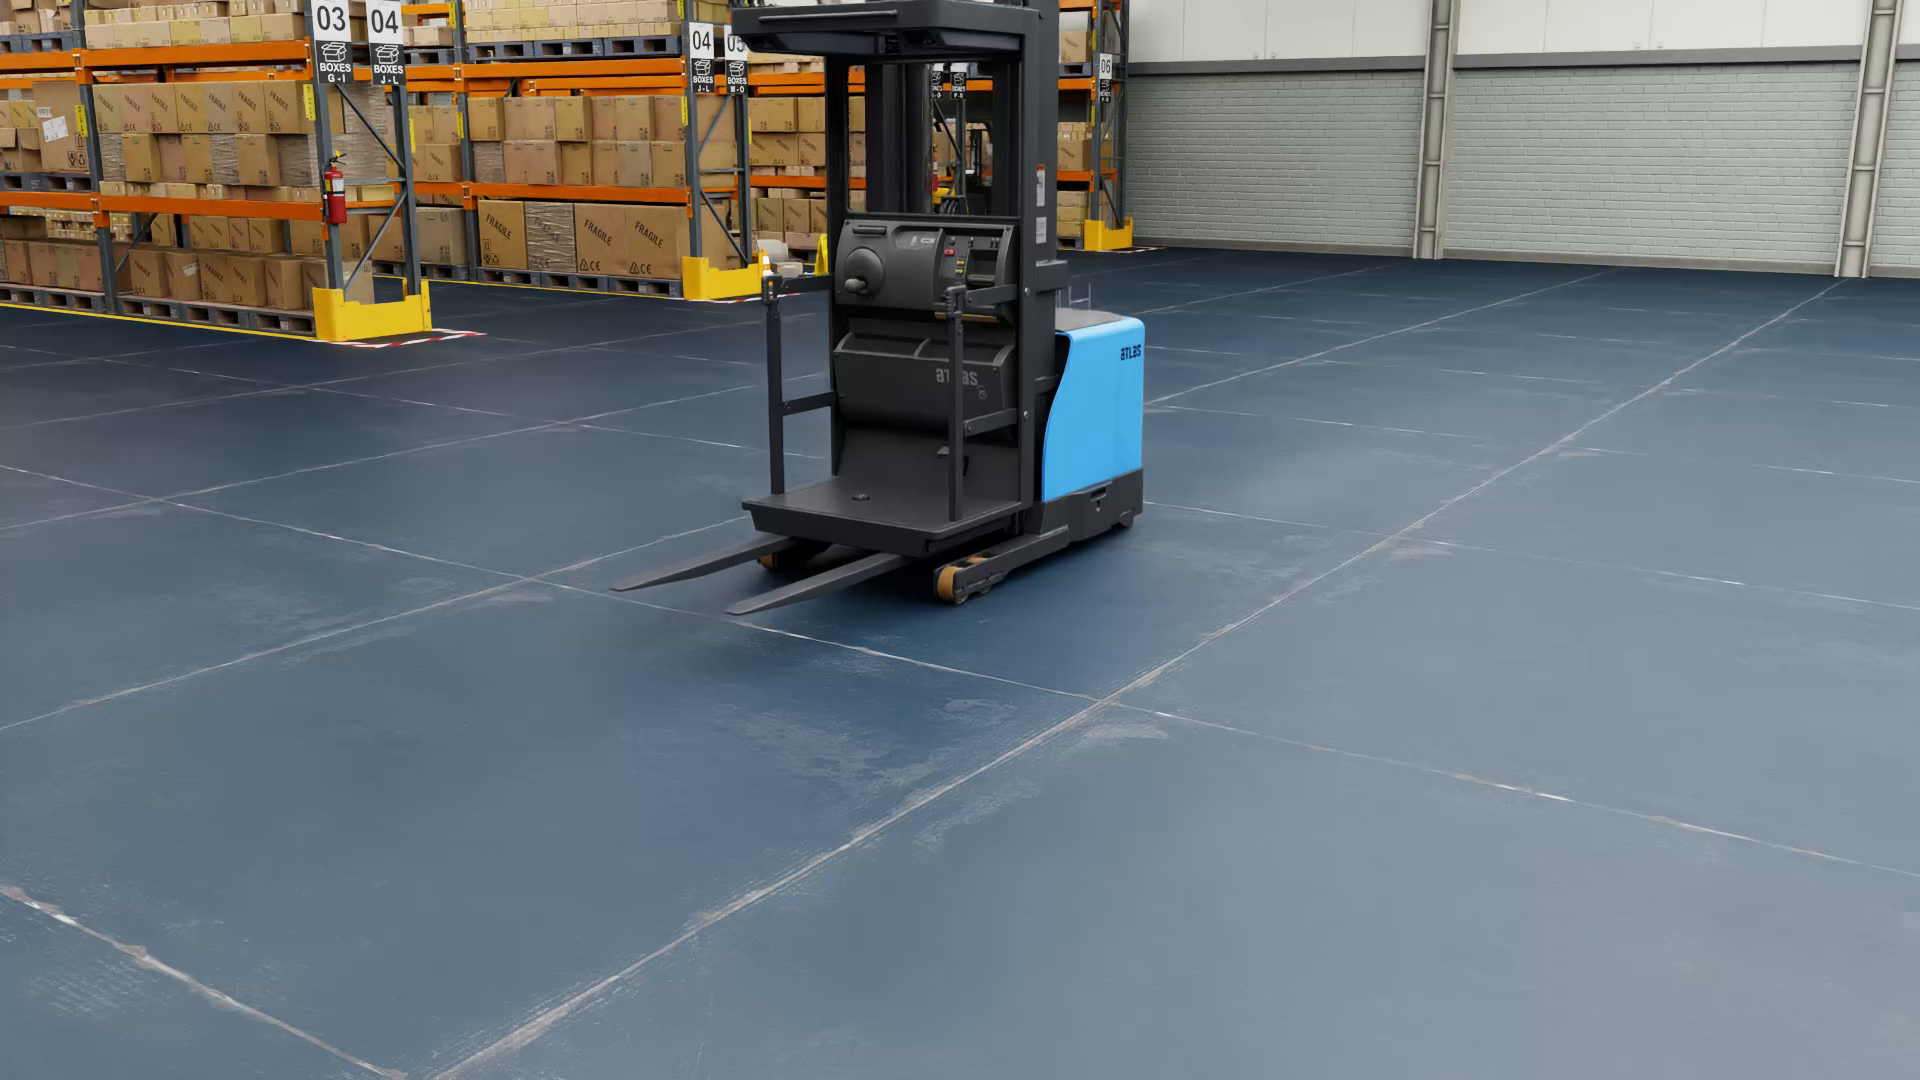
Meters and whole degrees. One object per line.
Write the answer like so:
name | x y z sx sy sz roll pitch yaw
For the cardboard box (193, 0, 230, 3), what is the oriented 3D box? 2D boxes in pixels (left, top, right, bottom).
cardboard box | -7.200 -5.546 16.374 0.500 0.500 0.500 9 17 33

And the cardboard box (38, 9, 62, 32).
cardboard box | -9.928 -5.734 18.407 0.258 0.266 0.396 10 17 35

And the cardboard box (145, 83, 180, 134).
cardboard box | -8.030 -4.467 17.216 0.500 0.500 0.500 9 17 33

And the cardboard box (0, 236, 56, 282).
cardboard box | -11.377 -3.412 20.151 0.500 0.500 0.700 8 16 28

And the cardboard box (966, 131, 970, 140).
cardboard box | 0.151 -7.120 29.287 0.250 0.149 0.380 9 17 32

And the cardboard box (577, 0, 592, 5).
cardboard box | -4.445 -6.594 20.257 0.250 0.149 0.380 9 16 32

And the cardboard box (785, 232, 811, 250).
cardboard box | -2.332 -4.605 25.533 0.500 0.250 0.500 9 16 32

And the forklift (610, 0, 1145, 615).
forklift | -0.284 -1.275 7.373 1.130 2.935 3.031 9 17 32

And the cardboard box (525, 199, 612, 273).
cardboard box | -5.007 -3.963 21.636 0.875 0.875 0.875 9 17 33

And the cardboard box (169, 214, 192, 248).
cardboard box | -11.973 -4.849 25.998 0.500 0.500 0.500 10 17 35

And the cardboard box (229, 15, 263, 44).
cardboard box | -6.731 -4.960 16.189 0.500 0.250 0.500 9 17 33

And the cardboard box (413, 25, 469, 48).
cardboard box | -6.916 -6.707 22.163 0.500 0.250 0.500 9 17 33

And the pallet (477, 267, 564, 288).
pallet | -5.653 -3.537 22.174 1.213 0.211 1.003 9 17 33

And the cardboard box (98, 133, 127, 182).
cardboard box | -8.753 -4.153 18.032 0.500 0.500 0.875 9 17 33

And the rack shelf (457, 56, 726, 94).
rack shelf | -4.581 -5.847 20.956 4.000 0.370 1.077 9 17 33

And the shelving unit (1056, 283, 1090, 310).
shelving unit | 0.553 -0.779 8.974 0.189 1.200 0.258 9 16 31

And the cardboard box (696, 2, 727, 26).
cardboard box | -3.178 -6.368 20.174 0.500 0.250 0.500 9 17 33

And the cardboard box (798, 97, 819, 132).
cardboard box | -2.021 -6.388 24.977 0.500 0.500 0.700 9 17 32

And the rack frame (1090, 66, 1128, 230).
rack frame | 2.525 -6.463 28.189 0.127 3.000 1.000 9 17 33

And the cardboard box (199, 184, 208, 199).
cardboard box | -7.597 -3.599 17.144 0.250 0.149 0.380 9 17 33

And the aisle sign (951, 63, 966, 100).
aisle sign | -0.018 -6.788 24.092 0.004 0.787 0.394 9 17 33

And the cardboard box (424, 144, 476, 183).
cardboard box | -6.822 -5.074 22.369 0.500 0.500 0.500 9 17 32

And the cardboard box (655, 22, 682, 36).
cardboard box | -3.386 -6.036 19.661 0.250 0.149 0.380 9 17 33

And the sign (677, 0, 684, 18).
sign | -3.235 -6.213 19.260 0.005 0.325 0.100 9 17 33

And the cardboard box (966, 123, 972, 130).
cardboard box | 0.175 -7.271 29.277 0.250 0.149 0.380 9 16 32

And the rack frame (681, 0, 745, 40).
rack frame | -2.921 -7.384 19.426 0.127 3.000 1.000 9 17 33

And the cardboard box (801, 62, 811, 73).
cardboard box | -2.158 -7.045 24.821 0.250 0.149 0.380 9 17 33

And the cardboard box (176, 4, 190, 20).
cardboard box | -7.659 -5.310 16.771 0.250 0.149 0.380 10 17 34

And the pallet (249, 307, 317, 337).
pallet | -6.491 -2.269 17.051 1.213 0.211 1.003 9 17 33

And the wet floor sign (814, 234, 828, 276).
wet floor sign | -1.792 -3.720 22.009 0.232 0.644 0.267 6 15 23

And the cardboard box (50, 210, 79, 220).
cardboard box | -15.042 -5.461 27.960 0.250 0.149 0.380 10 17 35

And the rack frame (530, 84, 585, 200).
rack frame | -6.880 -6.546 28.523 0.127 3.000 1.000 9 17 33

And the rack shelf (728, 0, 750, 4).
rack shelf | -5.221 -8.646 26.853 4.000 0.370 1.077 9 17 33

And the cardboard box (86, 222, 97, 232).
cardboard box | -14.157 -5.174 27.423 0.250 0.149 0.380 10 17 34

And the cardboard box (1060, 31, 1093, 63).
cardboard box | 2.022 -8.231 27.797 0.500 0.500 0.500 10 17 35

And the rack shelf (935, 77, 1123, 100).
rack shelf | 0.865 -7.838 28.998 4.000 0.370 1.077 9 17 33

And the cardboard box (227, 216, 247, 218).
cardboard box | -10.698 -5.004 25.065 0.500 0.250 0.500 9 17 34

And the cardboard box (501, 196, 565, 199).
cardboard box | -7.407 -5.827 29.169 0.875 0.875 0.875 9 17 32

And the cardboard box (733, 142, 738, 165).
cardboard box | -3.352 -6.087 25.845 0.500 0.500 0.500 9 17 33

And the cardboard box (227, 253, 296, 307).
cardboard box | -7.306 -2.735 17.459 0.500 0.500 0.500 11 18 38

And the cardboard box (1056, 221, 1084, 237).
cardboard box | 1.959 -5.332 28.469 0.500 0.250 0.500 9 17 33

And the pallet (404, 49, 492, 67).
pallet | -7.028 -6.485 22.433 1.217 0.209 0.805 8 16 31

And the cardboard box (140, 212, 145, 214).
cardboard box | -13.481 -5.351 27.516 0.250 0.149 0.380 9 16 32

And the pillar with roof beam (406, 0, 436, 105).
pillar with roof beam | -14.888 -11.204 34.855 0.400 9.000 9.100 9 17 33

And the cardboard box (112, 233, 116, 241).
cardboard box | -13.563 -4.938 27.086 0.250 0.149 0.380 10 17 34

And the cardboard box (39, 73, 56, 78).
cardboard box | -14.676 -7.681 27.177 0.500 0.250 0.500 9 17 33

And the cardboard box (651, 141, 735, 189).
cardboard box | -3.254 -4.586 20.293 0.550 0.550 0.875 9 17 33

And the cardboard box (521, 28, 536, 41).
cardboard box | -5.282 -6.342 20.900 0.250 0.149 0.380 9 16 32

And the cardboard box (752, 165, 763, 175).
cardboard box | -3.003 -5.728 25.742 0.250 0.149 0.380 9 17 33
